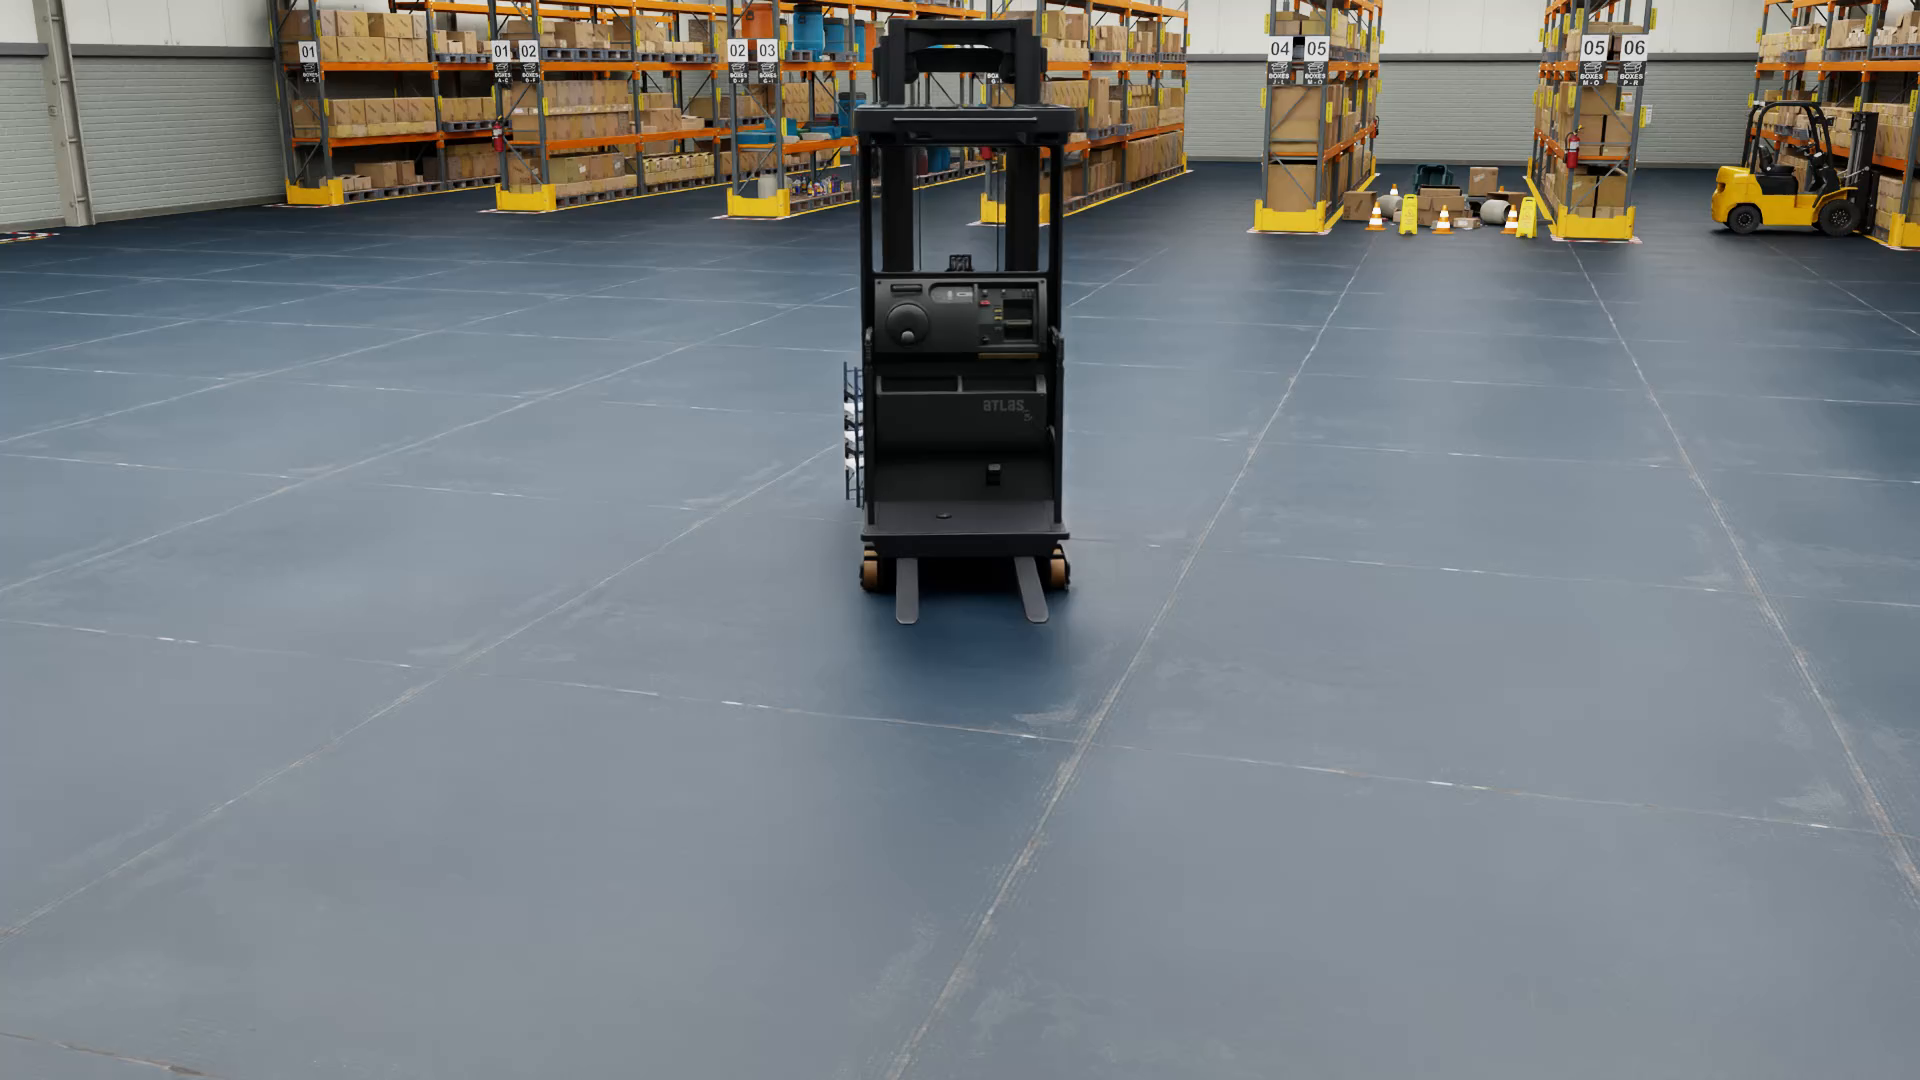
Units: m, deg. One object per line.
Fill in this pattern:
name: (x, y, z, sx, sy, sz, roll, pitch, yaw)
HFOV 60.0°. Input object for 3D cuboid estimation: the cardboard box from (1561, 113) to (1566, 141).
cardboard box: (10.923, -7.313, 29.387, 0.500, 0.500, 0.500, 4, 16, 15)

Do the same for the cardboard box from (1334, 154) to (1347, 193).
cardboard box: (7.449, -7.621, 34.555, 1.050, 0.750, 0.750, 5, 17, 17)

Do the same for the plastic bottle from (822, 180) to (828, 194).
plastic bottle: (-2.762, -7.165, 33.779, 0.152, 0.276, 0.135, 5, 17, 17)

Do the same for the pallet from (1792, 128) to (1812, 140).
pallet: (17.613, -8.232, 33.707, 1.213, 0.211, 1.003, 5, 16, 16)

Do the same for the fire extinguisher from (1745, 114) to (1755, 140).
fire extinguisher: (19.360, -10.092, 40.739, 0.296, 0.674, 0.183, 5, 16, 16)

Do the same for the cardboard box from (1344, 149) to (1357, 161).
cardboard box: (8.525, -8.537, 36.869, 0.500, 0.250, 0.500, 4, 16, 15)

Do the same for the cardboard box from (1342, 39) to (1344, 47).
cardboard box: (6.803, -9.088, 30.384, 0.380, 0.149, 0.250, 5, 16, 16)

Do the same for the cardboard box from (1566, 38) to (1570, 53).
cardboard box: (11.204, -8.899, 29.940, 0.500, 0.250, 0.500, 4, 16, 15)

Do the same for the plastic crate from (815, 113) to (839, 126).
plastic crate: (-2.815, -8.813, 35.285, 0.402, 0.464, 0.583, 5, 16, 16)

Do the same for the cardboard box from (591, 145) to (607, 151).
cardboard box: (-9.944, -10.480, 44.452, 0.750, 0.750, 0.750, 5, 17, 17)

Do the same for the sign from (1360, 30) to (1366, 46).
sign: (8.483, -10.568, 35.000, 0.100, 0.325, 0.005, 5, 16, 16)

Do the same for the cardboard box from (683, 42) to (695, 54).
cardboard box: (-6.477, -11.374, 38.443, 0.500, 0.250, 0.500, 5, 17, 17)

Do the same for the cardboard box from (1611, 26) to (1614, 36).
cardboard box: (10.808, -8.283, 27.036, 0.380, 0.149, 0.250, 5, 16, 16)

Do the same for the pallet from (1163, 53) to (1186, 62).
pallet: (5.299, -12.592, 43.394, 1.003, 0.211, 1.213, 5, 16, 16)

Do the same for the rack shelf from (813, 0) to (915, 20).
rack shelf: (-2.091, -11.502, 35.943, 1.077, 0.370, 4.000, 5, 16, 16)

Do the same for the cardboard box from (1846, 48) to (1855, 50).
cardboard box: (18.108, -9.975, 33.547, 0.380, 0.149, 0.250, 4, 16, 15)

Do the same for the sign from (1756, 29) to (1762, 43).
sign: (19.241, -12.140, 40.035, 0.100, 0.325, 0.005, 5, 16, 16)

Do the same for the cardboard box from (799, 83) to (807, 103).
cardboard box: (-4.437, -12.010, 44.658, 0.500, 0.500, 0.500, 4, 16, 14)

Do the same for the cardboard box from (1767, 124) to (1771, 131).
cardboard box: (18.723, -9.445, 38.093, 0.380, 0.149, 0.250, 4, 16, 15)

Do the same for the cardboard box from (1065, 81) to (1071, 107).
cardboard box: (1.796, -8.388, 31.346, 0.500, 0.500, 0.500, 5, 16, 16)

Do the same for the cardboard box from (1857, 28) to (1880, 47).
cardboard box: (16.323, -8.954, 29.613, 0.500, 0.311, 0.500, 4, 16, 14)

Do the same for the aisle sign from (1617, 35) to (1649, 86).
aisle sign: (10.734, -7.643, 26.514, 0.394, 0.787, 0.004, 5, 16, 16)

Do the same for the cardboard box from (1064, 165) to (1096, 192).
cardboard box: (2.439, -7.539, 34.686, 0.700, 0.500, 0.500, 5, 16, 16)

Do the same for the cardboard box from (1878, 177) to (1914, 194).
cardboard box: (15.320, -5.820, 27.289, 0.500, 0.250, 0.500, 5, 17, 17)

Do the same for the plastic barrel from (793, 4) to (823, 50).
plastic barrel: (-3.044, -10.266, 33.340, 0.600, 0.901, 0.708, 5, 16, 16)

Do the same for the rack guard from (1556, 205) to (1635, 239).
rack guard: (10.476, -5.250, 27.422, 1.175, 0.500, 0.348, 5, 16, 16)

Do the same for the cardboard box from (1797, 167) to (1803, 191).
cardboard box: (17.554, -7.398, 34.228, 0.500, 0.500, 0.500, 4, 16, 15)

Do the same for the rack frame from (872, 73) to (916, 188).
rack frame: (-1.522, -9.678, 38.453, 1.000, 3.000, 0.127, 5, 16, 16)

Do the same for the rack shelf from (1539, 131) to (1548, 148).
rack shelf: (13.296, -8.703, 36.333, 1.077, 0.370, 4.000, 5, 16, 16)

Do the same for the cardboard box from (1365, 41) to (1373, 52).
cardboard box: (9.457, -11.648, 39.261, 0.500, 0.250, 0.500, 5, 17, 18)

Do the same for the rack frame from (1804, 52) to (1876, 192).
rack frame: (17.488, -8.142, 33.036, 1.000, 3.000, 0.127, 5, 16, 16)

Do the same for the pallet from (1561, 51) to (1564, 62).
pallet: (12.161, -9.257, 31.814, 1.213, 0.211, 1.003, 5, 16, 16)

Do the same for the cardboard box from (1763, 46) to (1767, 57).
cardboard box: (19.249, -11.519, 39.177, 0.500, 0.250, 0.500, 5, 17, 17)

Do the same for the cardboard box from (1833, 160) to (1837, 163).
cardboard box: (18.030, -7.704, 34.116, 0.380, 0.149, 0.250, 5, 17, 17)

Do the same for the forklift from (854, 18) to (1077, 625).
forklift: (0.015, -1.226, 8.782, 1.130, 2.935, 3.031, 0, 16, -2)

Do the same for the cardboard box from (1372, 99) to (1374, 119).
cardboard box: (10.060, -10.762, 41.546, 0.500, 0.500, 0.500, 5, 16, 16)

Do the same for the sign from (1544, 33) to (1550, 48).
sign: (13.332, -11.344, 37.739, 0.100, 0.325, 0.005, 5, 16, 16)

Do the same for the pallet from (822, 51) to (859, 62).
pallet: (-2.770, -9.787, 33.688, 1.213, 0.211, 1.003, 5, 16, 16)

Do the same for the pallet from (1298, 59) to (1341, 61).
pallet: (7.030, -9.431, 32.436, 0.805, 0.209, 1.217, 4, 16, 14)

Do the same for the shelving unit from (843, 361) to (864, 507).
shelving unit: (-0.585, -0.679, 10.575, 0.258, 0.900, 0.210, -7, 17, -22)

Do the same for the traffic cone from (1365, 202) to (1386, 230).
traffic cone: (7.192, -5.598, 28.719, 0.336, 0.463, 0.334, 5, 16, 16)

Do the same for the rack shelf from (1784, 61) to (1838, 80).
rack shelf: (18.056, -9.762, 34.570, 1.077, 0.370, 4.000, 5, 16, 16)

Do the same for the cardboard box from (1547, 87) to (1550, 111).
cardboard box: (12.909, -9.474, 35.720, 0.500, 0.500, 0.500, 5, 16, 16)

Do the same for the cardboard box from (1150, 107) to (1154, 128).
cardboard box: (4.345, -10.116, 39.815, 0.500, 0.500, 0.500, 5, 17, 18)

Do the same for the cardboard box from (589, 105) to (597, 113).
cardboard box: (-7.714, -8.887, 34.293, 0.380, 0.149, 0.250, 5, 17, 18)

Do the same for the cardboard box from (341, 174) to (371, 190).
cardboard box: (-12.849, -7.595, 35.229, 0.500, 0.311, 0.500, 6, 17, 20)

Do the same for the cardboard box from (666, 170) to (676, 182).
cardboard box: (-6.764, -8.252, 37.693, 0.500, 0.250, 0.500, 4, 16, 14)

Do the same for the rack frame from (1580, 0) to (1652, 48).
rack frame: (10.454, -9.319, 26.192, 1.000, 3.000, 0.127, 5, 16, 16)

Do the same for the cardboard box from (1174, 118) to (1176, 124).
cardboard box: (5.352, -10.812, 42.912, 0.380, 0.149, 0.250, 5, 16, 16)
